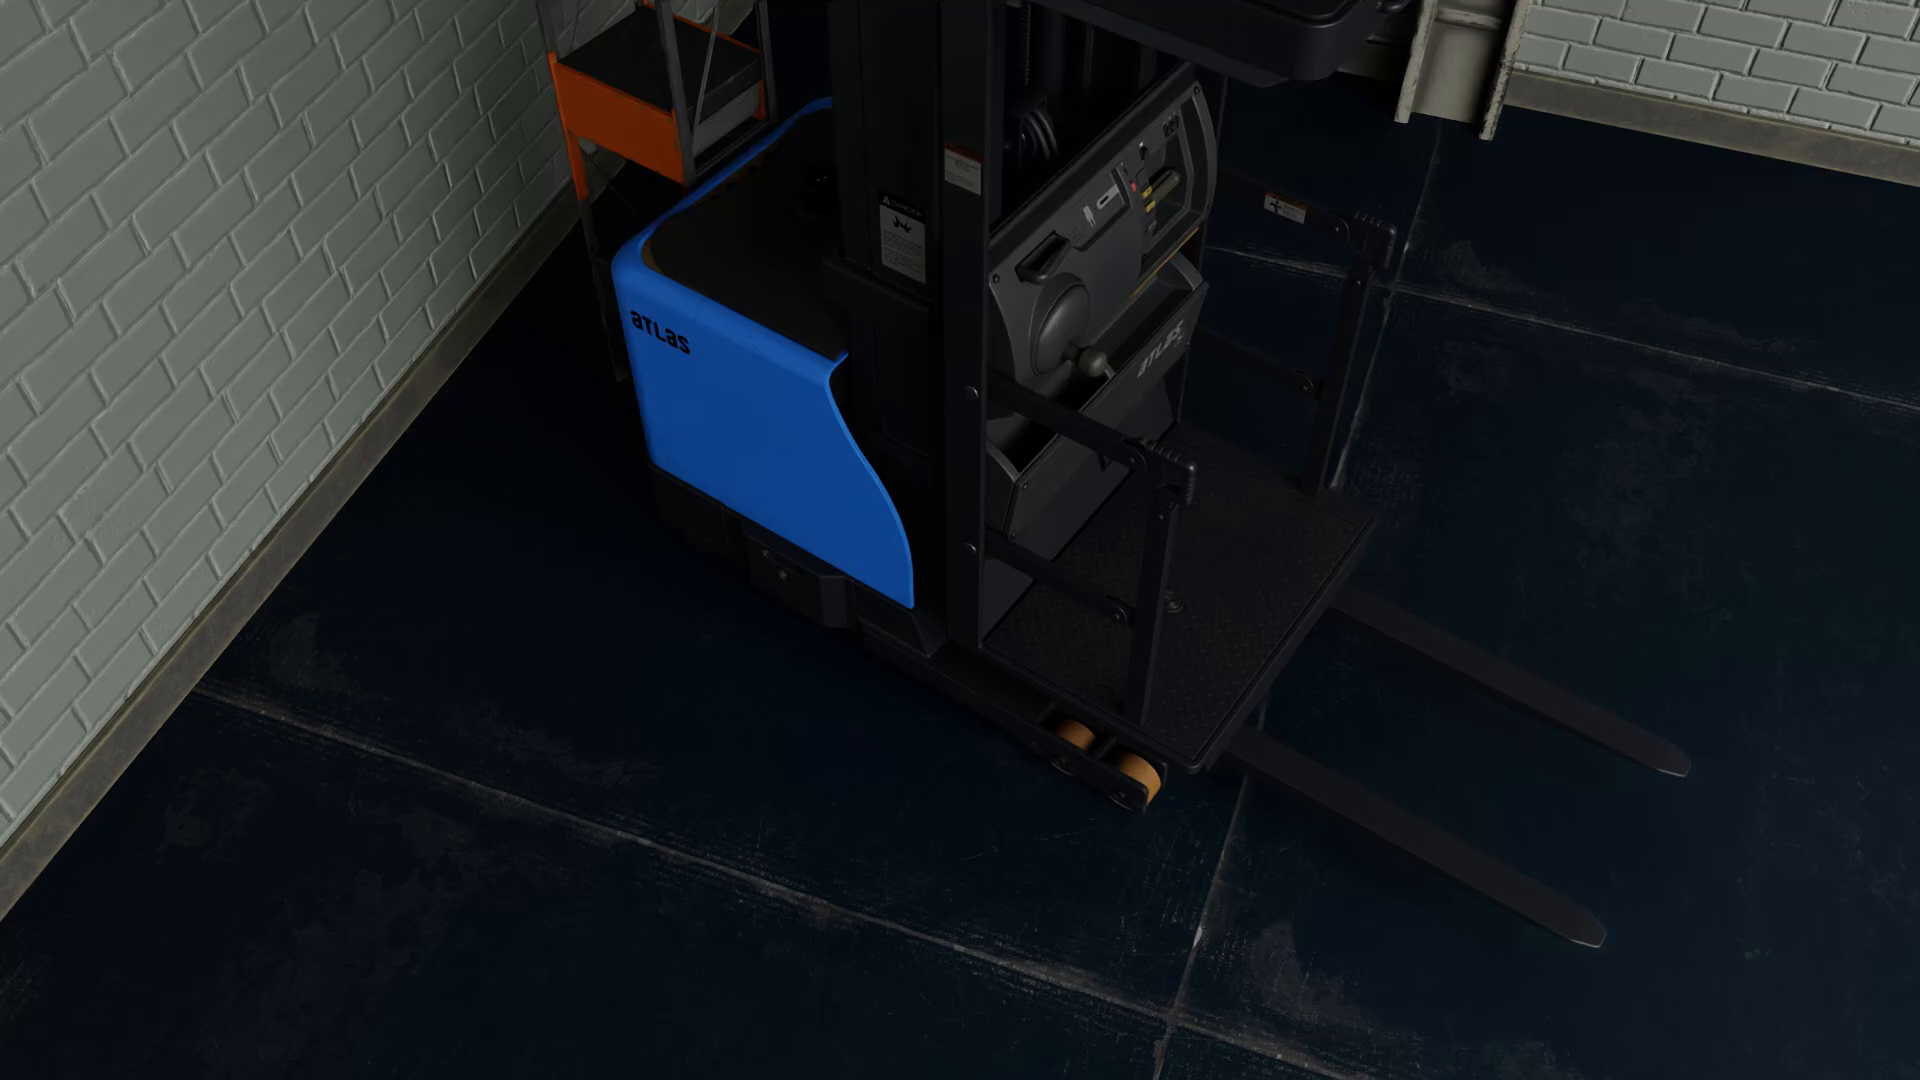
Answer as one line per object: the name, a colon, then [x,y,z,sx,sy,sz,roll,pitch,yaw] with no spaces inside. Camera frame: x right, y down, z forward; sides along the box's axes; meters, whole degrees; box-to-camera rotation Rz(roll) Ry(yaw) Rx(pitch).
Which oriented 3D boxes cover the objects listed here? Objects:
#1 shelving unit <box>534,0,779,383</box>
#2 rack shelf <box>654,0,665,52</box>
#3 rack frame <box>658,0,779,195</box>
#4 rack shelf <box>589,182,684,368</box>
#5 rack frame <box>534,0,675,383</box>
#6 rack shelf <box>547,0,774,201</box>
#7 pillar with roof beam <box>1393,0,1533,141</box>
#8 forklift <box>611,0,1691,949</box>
shelving unit: [-0.863,-1.248,4.942,0.503,2.100,0.431,28,55,22]
rack shelf: [-0.863,-1.697,4.423,0.480,0.518,0.431,28,55,22]
rack frame: [-0.664,-1.141,4.850,0.015,2.100,0.400,28,55,22]
rack shelf: [-0.863,-0.780,5.481,0.480,0.518,0.431,28,55,22]
rack frame: [-1.062,-1.354,5.034,0.015,2.100,0.400,28,55,22]
rack shelf: [-0.863,-1.239,4.952,0.480,0.518,0.431,28,55,22]
pillar with roof beam: [0.496,-1.648,0.723,0.400,9.000,9.100,16,51,13]
forklift: [0.528,-0.677,3.897,3.031,2.935,1.130,28,55,22]
